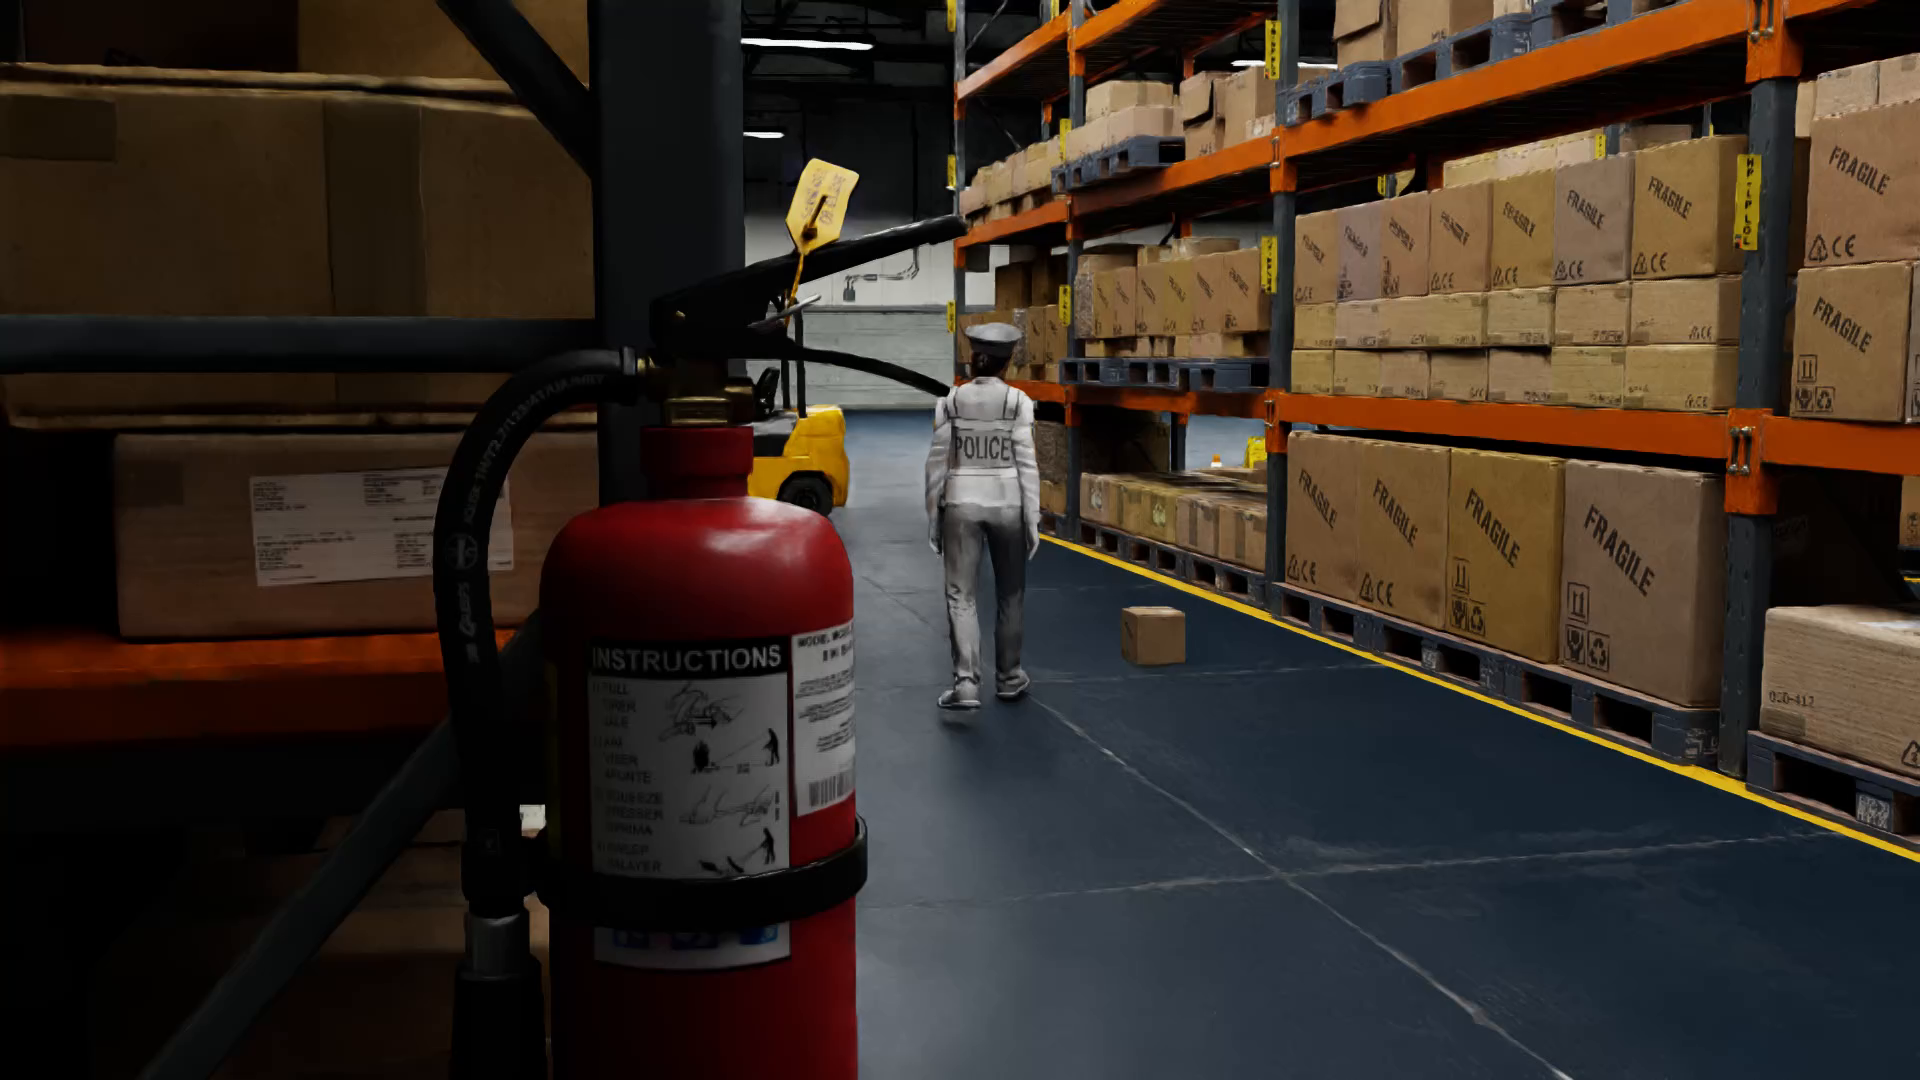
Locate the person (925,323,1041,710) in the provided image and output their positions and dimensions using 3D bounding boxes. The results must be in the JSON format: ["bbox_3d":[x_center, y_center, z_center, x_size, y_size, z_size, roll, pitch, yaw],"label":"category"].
[{"bbox_3d":[0.099,-0.102,7.083,0.503,1.640,0.884,1,6,7],"label":"person"}]
